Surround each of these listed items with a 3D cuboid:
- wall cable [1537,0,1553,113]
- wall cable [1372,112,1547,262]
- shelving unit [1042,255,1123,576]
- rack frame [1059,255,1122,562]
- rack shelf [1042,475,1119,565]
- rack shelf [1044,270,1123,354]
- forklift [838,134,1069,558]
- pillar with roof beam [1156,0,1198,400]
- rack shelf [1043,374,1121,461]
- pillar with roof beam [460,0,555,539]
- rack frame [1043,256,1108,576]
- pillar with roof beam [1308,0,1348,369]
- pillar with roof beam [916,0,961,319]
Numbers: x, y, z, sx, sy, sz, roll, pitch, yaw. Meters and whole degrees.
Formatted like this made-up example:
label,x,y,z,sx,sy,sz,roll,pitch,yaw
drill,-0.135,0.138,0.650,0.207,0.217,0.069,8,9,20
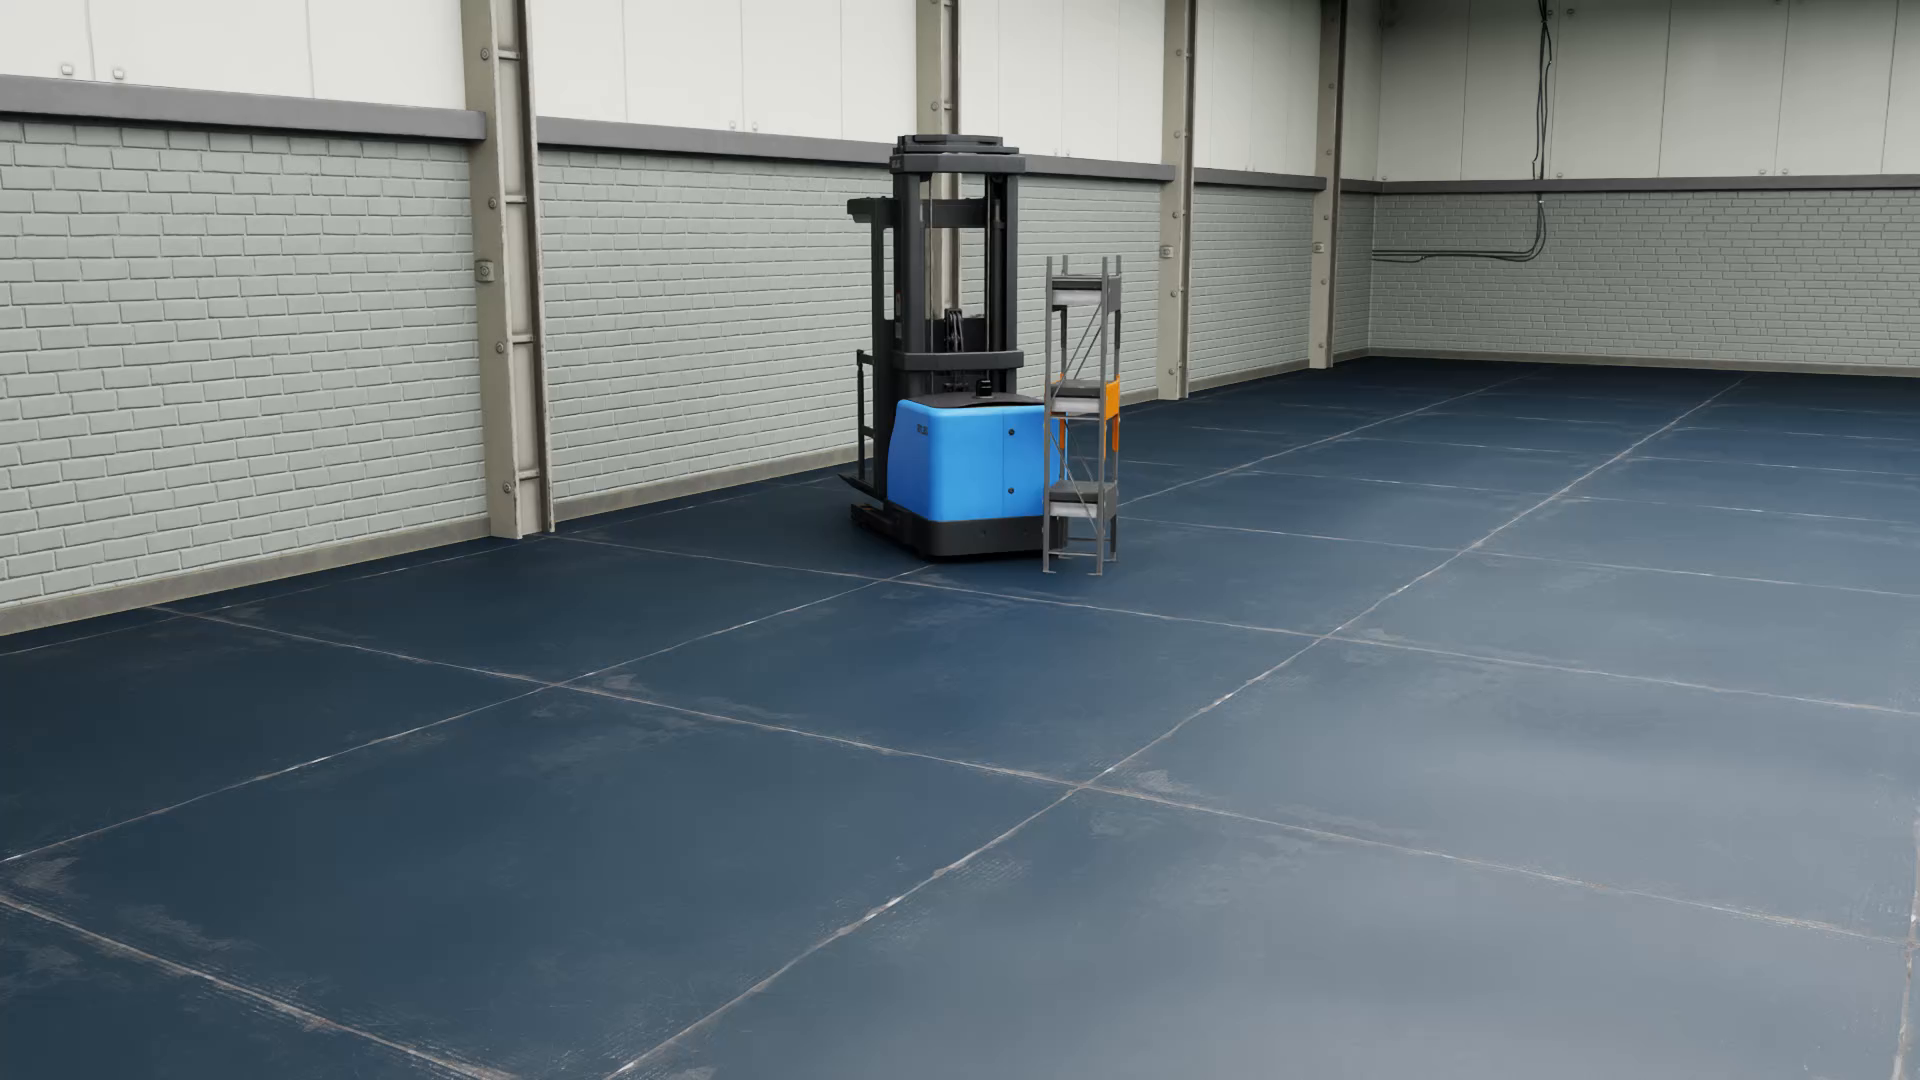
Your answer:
label,x,y,z,sx,sy,sz,roll,pitch,yaw
wall cable,10.985,-8.341,27.180,3.097,2.526,0.112,6,12,31
wall cable,8.673,-6.117,29.025,3.097,2.526,0.112,6,12,31
shelving unit,0.821,-0.845,11.163,0.431,2.100,0.503,3,11,15
rack frame,0.887,-0.889,11.393,0.400,2.100,0.015,3,11,15
rack shelf,0.819,-0.144,11.298,0.431,0.518,0.480,3,11,15
rack shelf,0.822,-1.519,11.032,0.431,0.518,0.480,3,11,15
forklift,-0.211,-1.549,12.676,1.130,2.935,3.031,-4,11,-19
pillar with roof beam,6.578,-5.951,19.702,9.100,9.000,0.400,6,12,31
rack shelf,0.821,-0.831,11.165,0.431,0.518,0.480,3,11,15
pillar with roof beam,0.348,-4.064,9.622,9.100,9.000,0.400,6,12,31
rack frame,0.755,-0.800,10.932,0.400,2.100,0.015,3,11,15
pillar with roof beam,9.693,-6.895,24.743,9.100,9.000,0.400,6,12,31
pillar with roof beam,3.463,-5.008,14.662,9.100,9.000,0.400,6,12,31
